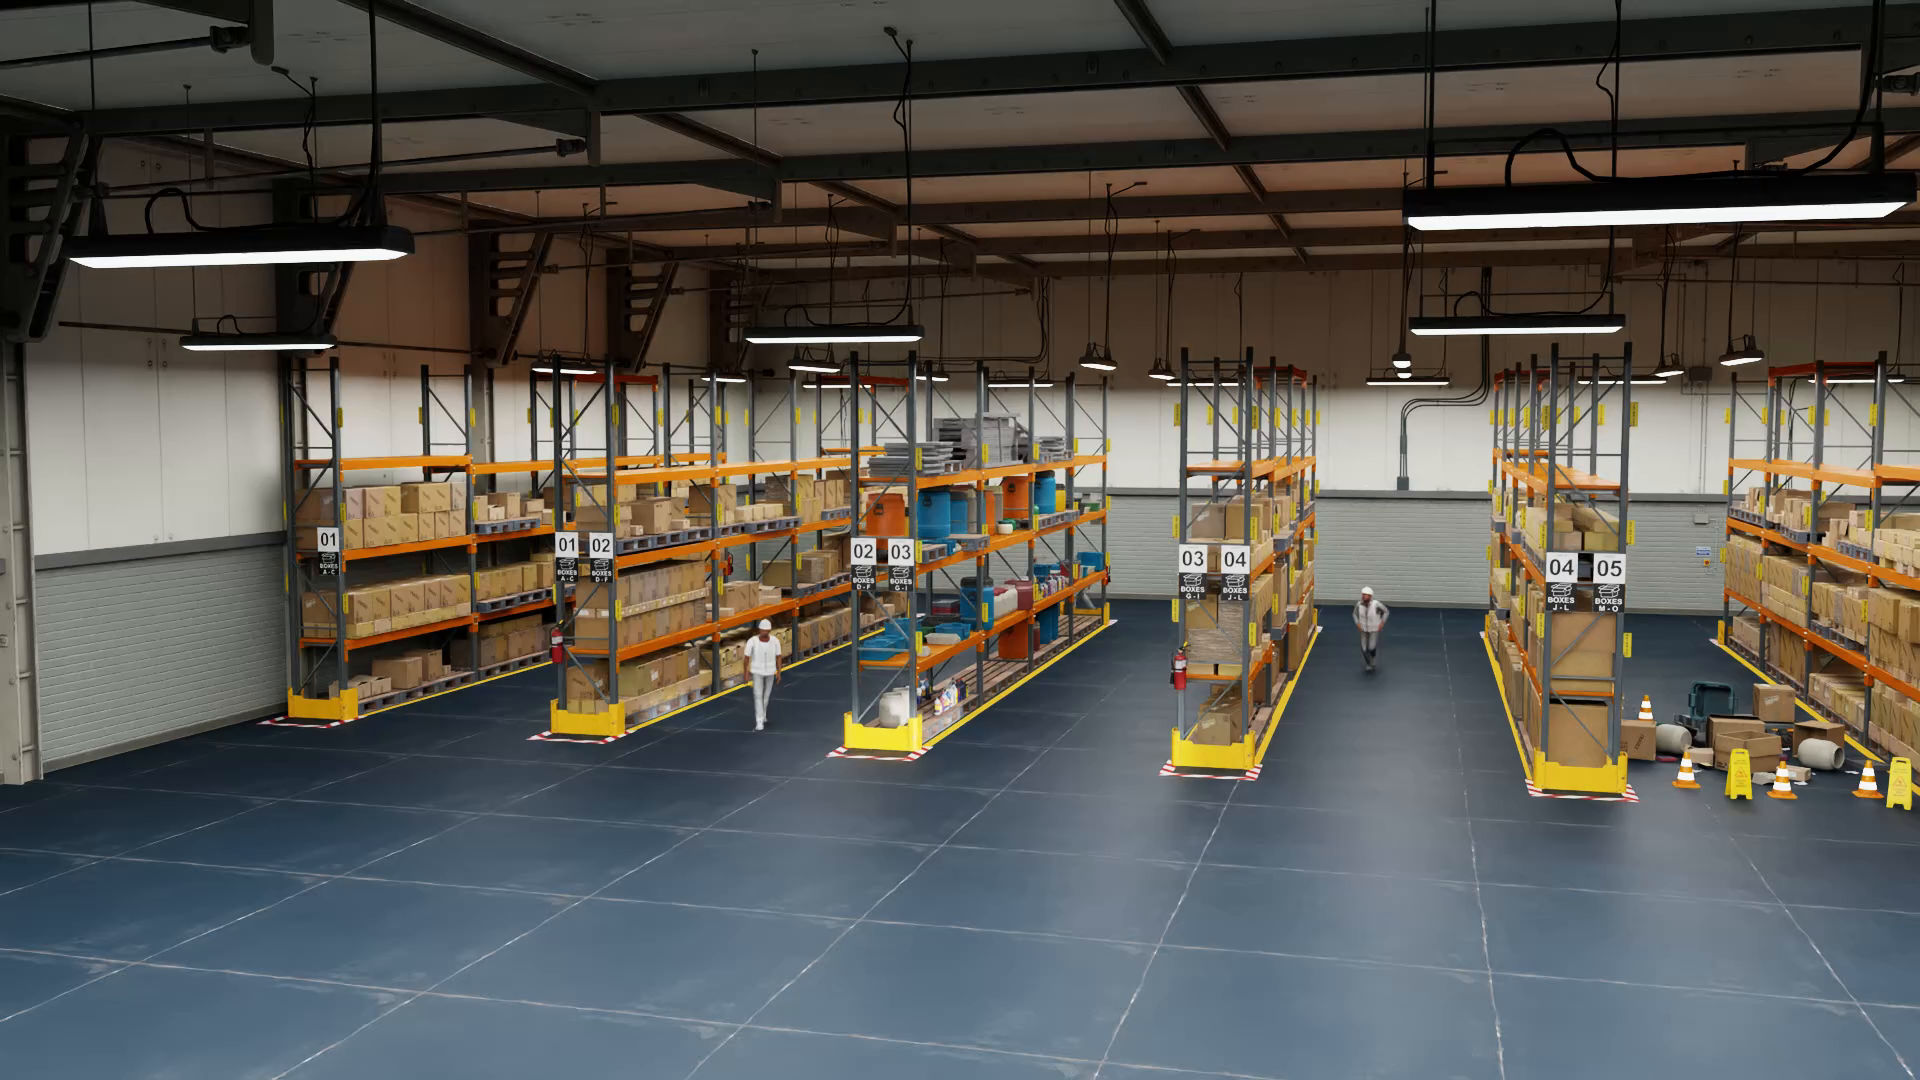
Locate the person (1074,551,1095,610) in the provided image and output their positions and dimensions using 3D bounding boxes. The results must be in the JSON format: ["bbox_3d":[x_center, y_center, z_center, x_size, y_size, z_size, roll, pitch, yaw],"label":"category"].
[{"bbox_3d":[2.991,1.075,42.236,1.068,1.619,0.449,-2,5,-25],"label":"person"}]

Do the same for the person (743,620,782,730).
[{"bbox_3d":[-3.164,2.142,26.868,0.593,1.718,0.950,-2,5,-25],"label":"person"}]

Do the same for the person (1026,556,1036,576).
[{"bbox_3d":[1.744,1.199,40.041,0.863,1.691,0.582,1,4,12],"label":"person"}]

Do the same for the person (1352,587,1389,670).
[{"bbox_3d":[8.112,1.752,32.835,0.707,1.684,0.709,2,5,24],"label":"person"}]
